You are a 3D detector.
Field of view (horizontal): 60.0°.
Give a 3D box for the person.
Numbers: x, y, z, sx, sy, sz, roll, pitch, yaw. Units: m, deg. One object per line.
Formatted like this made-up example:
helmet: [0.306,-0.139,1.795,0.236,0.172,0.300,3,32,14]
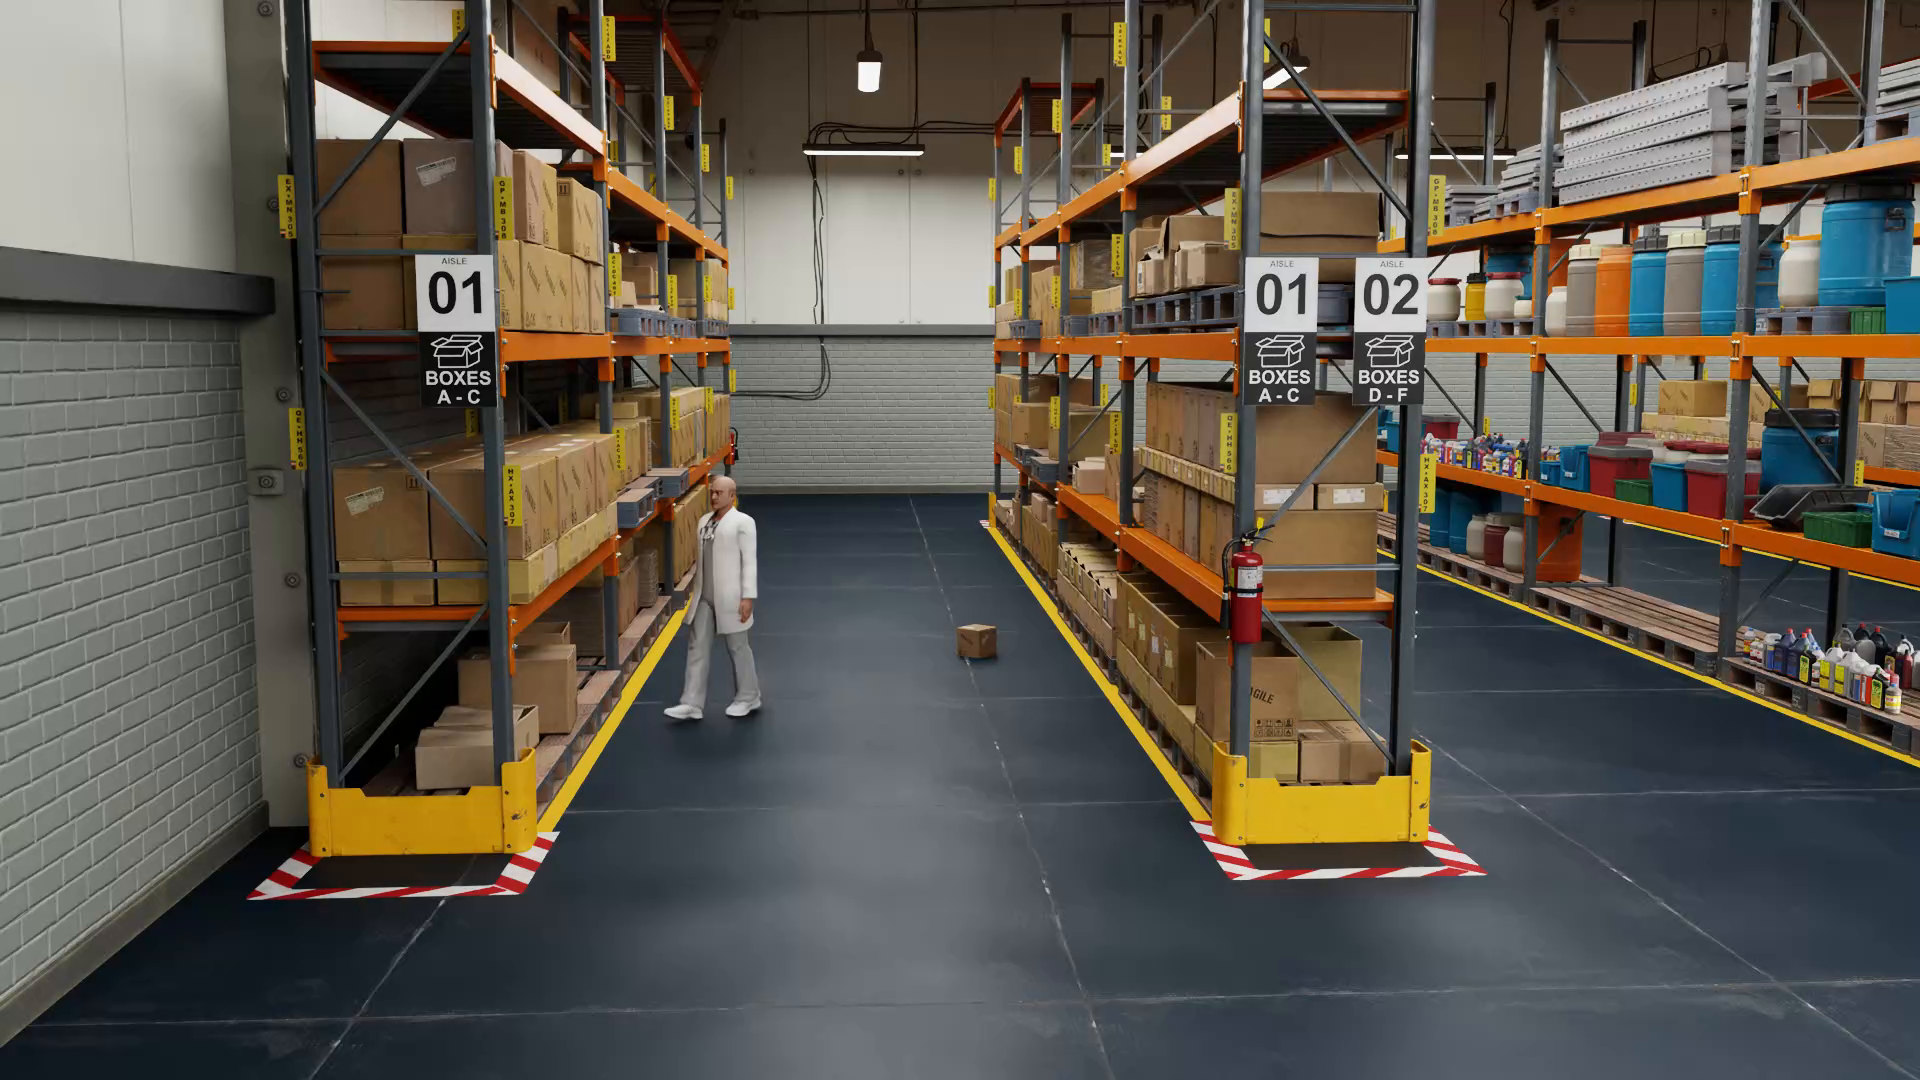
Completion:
person: [-1.781,0.432,12.107,0.614,1.769,0.812,4,8,31]
